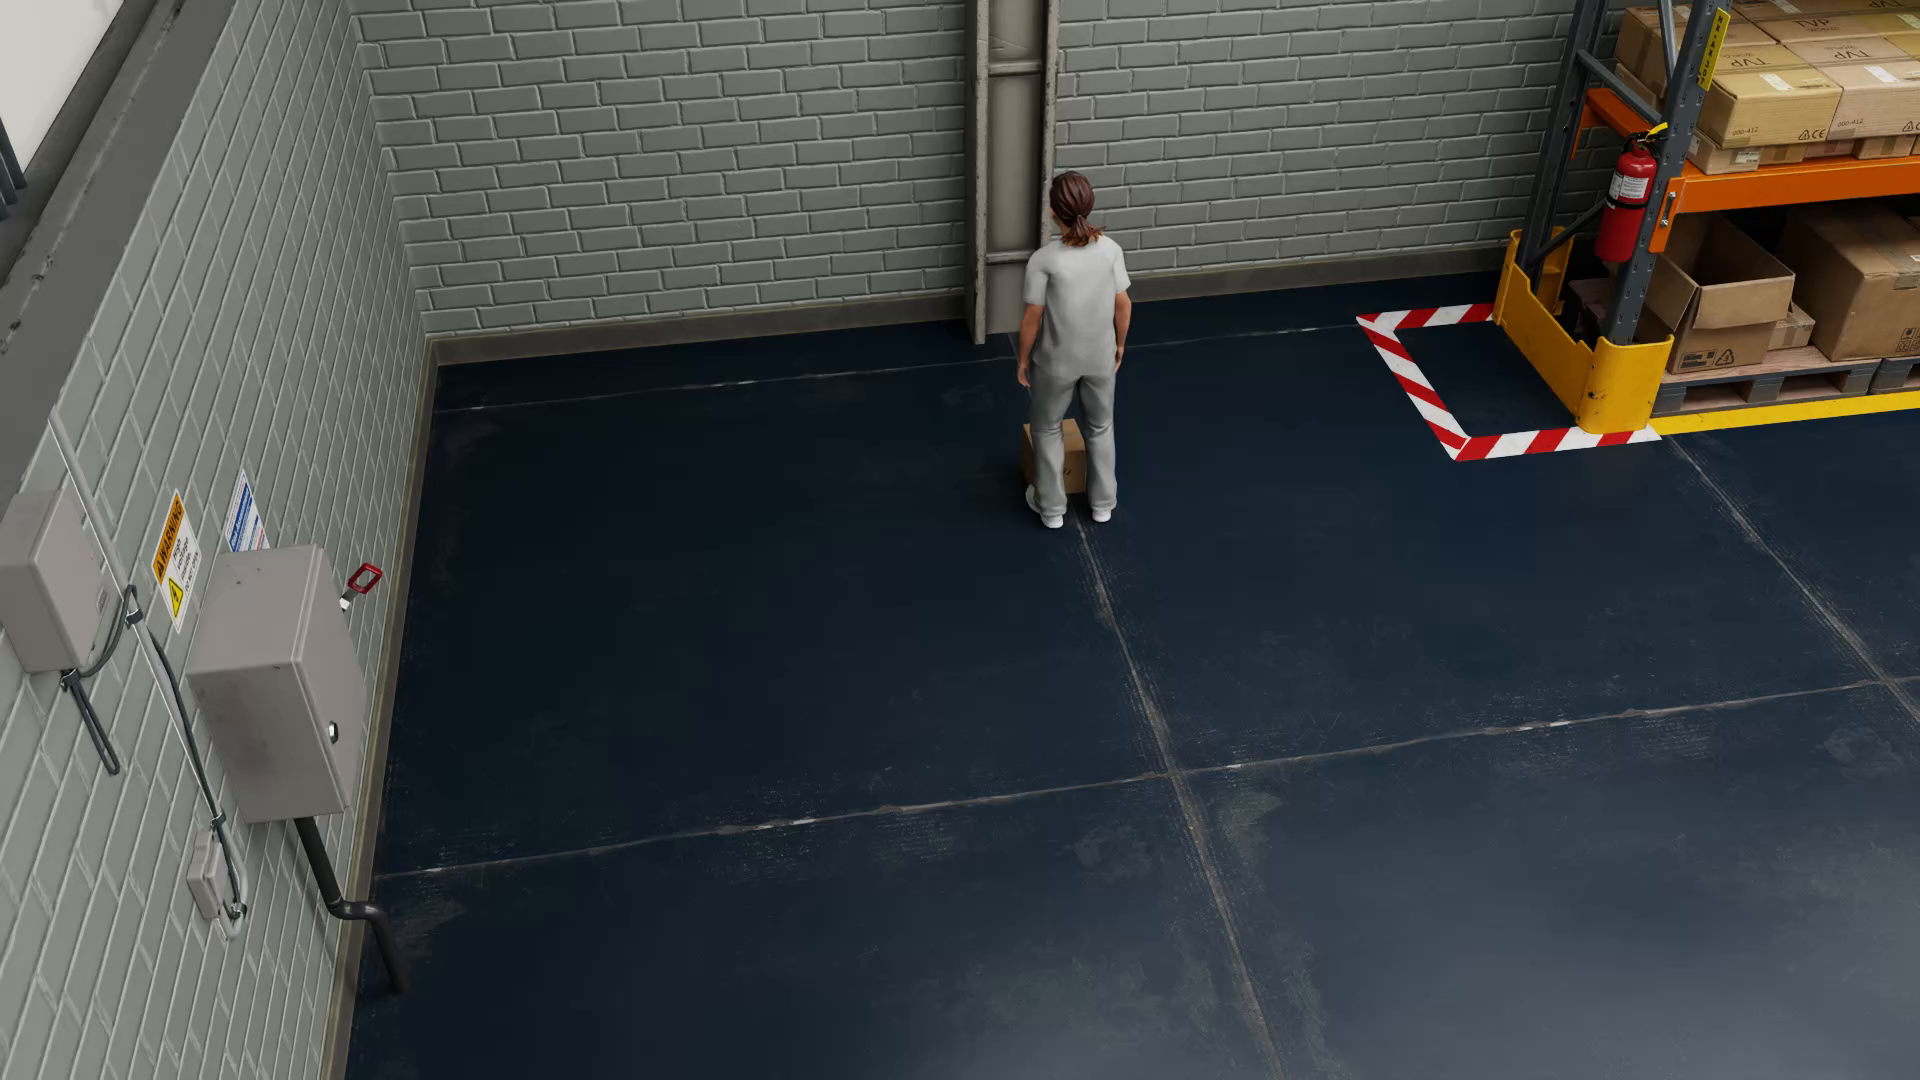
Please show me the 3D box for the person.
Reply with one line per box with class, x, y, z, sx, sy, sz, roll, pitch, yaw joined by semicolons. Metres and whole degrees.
person;0.488;-0.784;7.131;0.512;1.671;0.365;-9;40;-11
